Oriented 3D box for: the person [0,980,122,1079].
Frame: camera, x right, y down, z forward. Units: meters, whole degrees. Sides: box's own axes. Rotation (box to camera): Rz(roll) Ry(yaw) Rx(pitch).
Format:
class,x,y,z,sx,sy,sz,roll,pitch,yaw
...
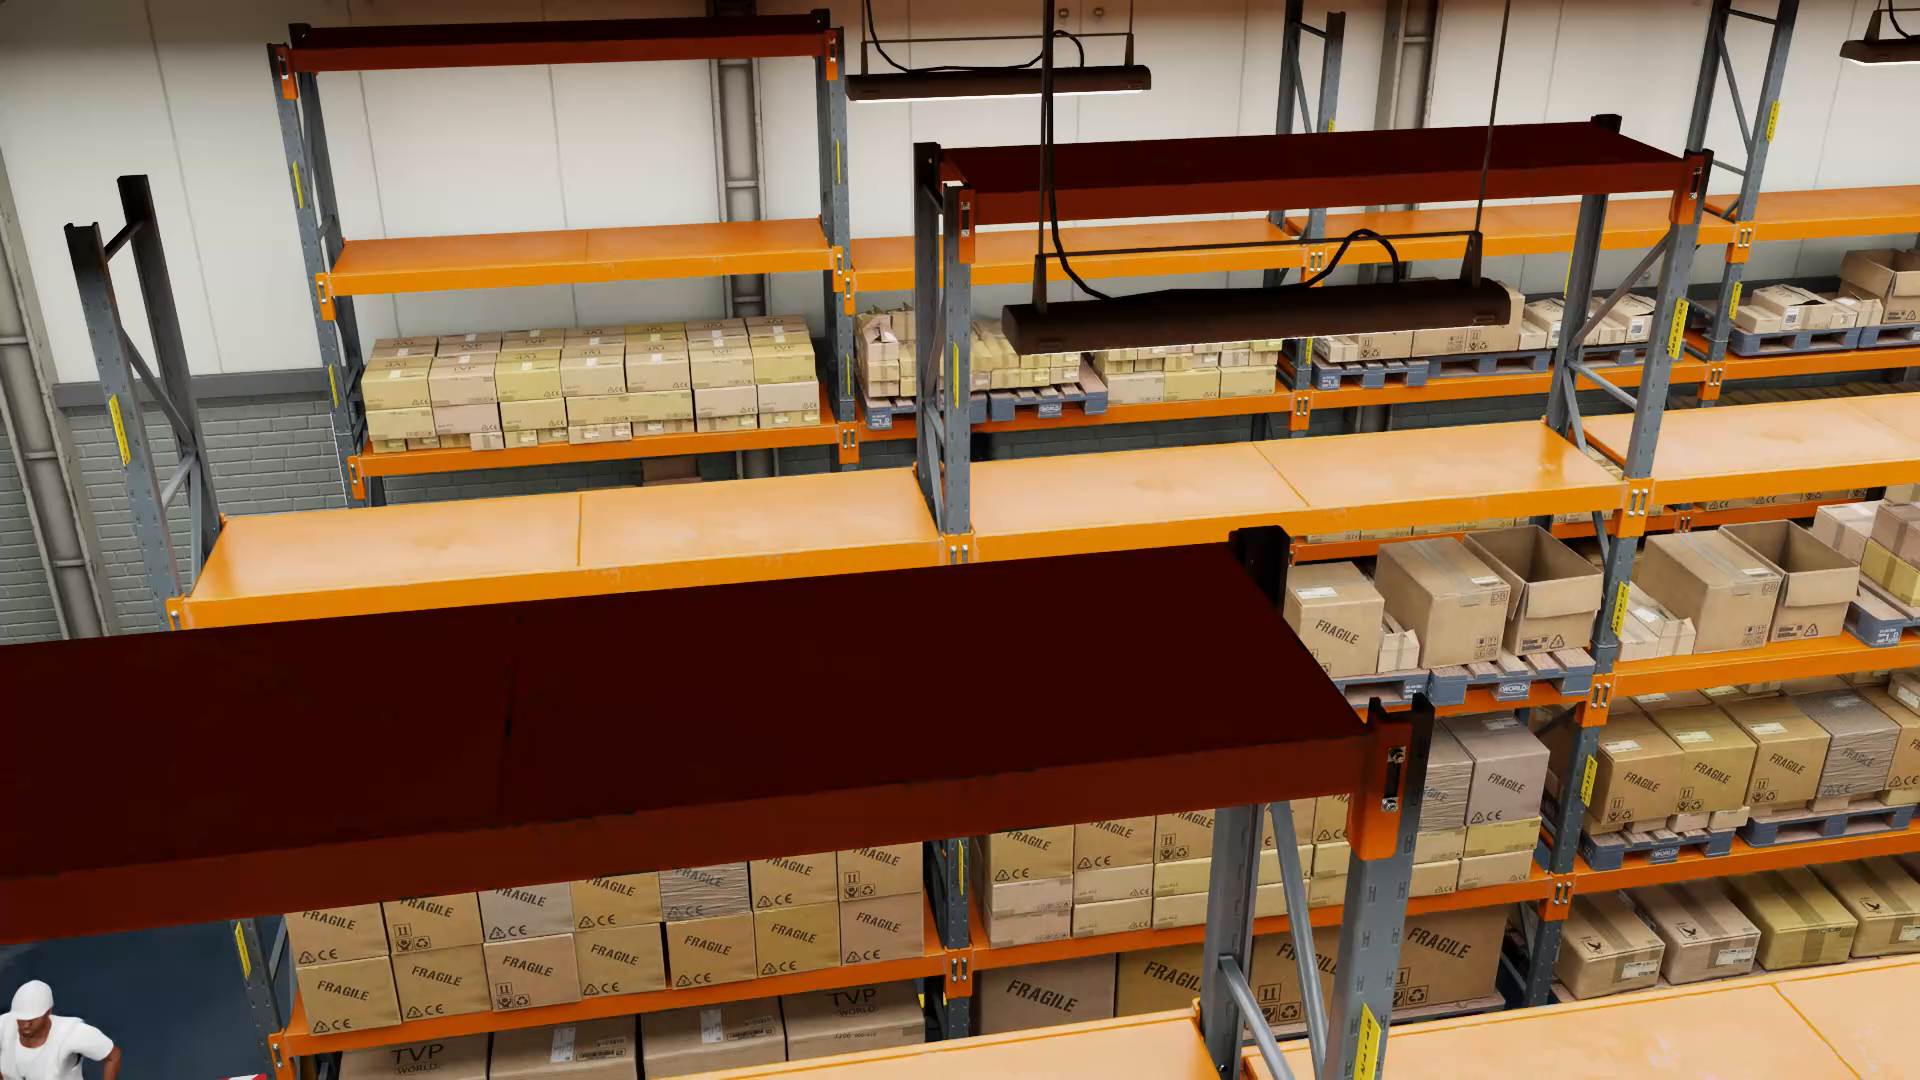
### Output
class,x,y,z,sx,sy,sz,roll,pitch,yaw
person,-5.213,3.242,9.603,0.764,1.726,0.836,2,26,4
